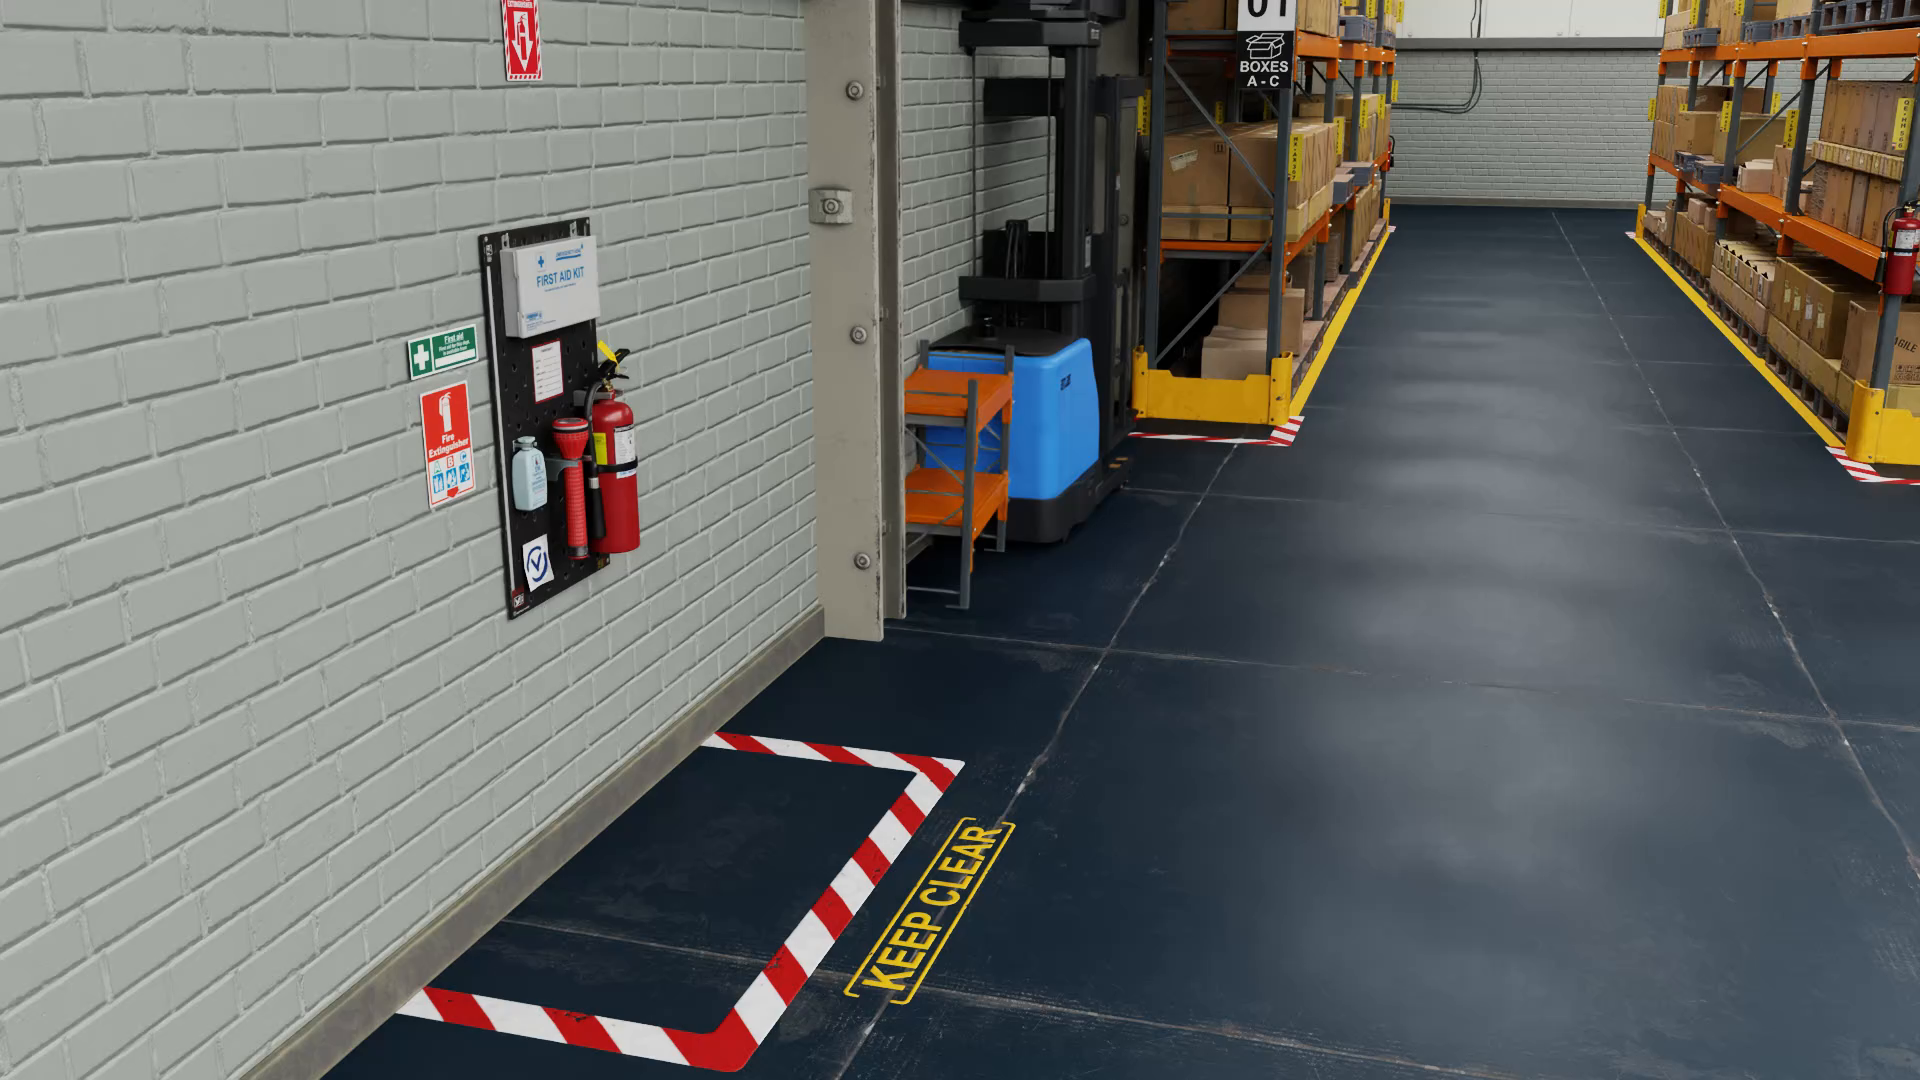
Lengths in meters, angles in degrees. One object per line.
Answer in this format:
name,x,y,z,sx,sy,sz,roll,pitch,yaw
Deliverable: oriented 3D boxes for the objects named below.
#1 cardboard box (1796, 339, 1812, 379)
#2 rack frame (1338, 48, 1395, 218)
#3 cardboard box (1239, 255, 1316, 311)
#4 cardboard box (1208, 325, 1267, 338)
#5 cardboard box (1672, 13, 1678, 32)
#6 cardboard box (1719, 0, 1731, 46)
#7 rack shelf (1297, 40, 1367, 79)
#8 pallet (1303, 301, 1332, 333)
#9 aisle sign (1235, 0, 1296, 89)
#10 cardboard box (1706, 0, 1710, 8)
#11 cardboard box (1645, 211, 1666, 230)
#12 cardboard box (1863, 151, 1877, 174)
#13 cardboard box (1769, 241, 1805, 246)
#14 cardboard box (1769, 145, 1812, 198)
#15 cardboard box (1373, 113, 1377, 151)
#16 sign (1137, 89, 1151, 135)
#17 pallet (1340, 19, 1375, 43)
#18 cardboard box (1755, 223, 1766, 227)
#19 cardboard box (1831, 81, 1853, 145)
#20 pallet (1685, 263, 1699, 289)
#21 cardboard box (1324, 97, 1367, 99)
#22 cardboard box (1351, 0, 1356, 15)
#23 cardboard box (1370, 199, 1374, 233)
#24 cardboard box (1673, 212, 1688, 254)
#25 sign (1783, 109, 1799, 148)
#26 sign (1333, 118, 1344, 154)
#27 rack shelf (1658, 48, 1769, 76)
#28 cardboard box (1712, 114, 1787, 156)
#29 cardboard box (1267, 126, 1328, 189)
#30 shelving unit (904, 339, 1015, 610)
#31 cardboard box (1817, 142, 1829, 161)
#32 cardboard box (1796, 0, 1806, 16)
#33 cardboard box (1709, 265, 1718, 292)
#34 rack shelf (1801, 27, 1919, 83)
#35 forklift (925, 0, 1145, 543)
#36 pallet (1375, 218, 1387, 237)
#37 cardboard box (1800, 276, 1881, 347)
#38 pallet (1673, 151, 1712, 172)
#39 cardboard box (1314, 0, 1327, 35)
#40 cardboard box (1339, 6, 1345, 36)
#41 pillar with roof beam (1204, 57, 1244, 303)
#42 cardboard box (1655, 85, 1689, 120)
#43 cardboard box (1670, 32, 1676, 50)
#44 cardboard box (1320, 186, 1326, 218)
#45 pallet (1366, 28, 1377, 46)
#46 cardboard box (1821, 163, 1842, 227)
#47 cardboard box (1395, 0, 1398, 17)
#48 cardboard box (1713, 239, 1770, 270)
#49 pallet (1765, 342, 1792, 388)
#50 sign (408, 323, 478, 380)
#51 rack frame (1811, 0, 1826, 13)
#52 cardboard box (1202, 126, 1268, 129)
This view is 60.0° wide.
cardboard box,6.908,-1.410,13.074,0.500,0.250,0.500,5,16,16
rack frame,6.421,-6.544,26.903,1.000,3.000,0.127,5,16,16
cardboard box,3.204,-2.607,16.799,0.700,0.500,0.500,5,17,18
cardboard box,2.319,-1.599,13.591,0.500,0.311,0.500,6,17,20
cardboard box,10.491,-7.396,23.770,0.500,0.250,0.500,5,16,16
cardboard box,9.282,-5.945,19.112,0.910,0.500,0.500,5,16,16
rack shelf,3.579,-5.024,17.368,1.077,0.370,4.000,5,16,16
pallet,3.230,-2.266,16.933,1.003,0.211,1.213,5,16,16
aisle sign,2.141,-3.566,11.641,0.394,0.787,0.004,5,16,16
cardboard box,10.136,-7.216,21.762,0.700,0.500,0.500,5,16,16
cardboard box,10.603,-4.798,24.982,0.500,0.250,0.500,5,16,16
cardboard box,6.917,-2.788,12.291,0.380,0.149,0.250,5,17,17
cardboard box,8.985,-3.060,17.864,0.500,0.311,0.500,5,17,17
cardboard box,8.437,-3.675,16.607,0.500,0.500,0.500,4,16,13
cardboard box,5.394,-5.558,22.662,0.500,0.500,0.500,4,16,15
sign,1.347,-3.115,12.114,0.100,0.325,0.005,5,16,16
pallet,3.580,-5.182,16.948,1.213,0.211,1.003,5,16,16
cardboard box,9.735,-3.579,20.224,0.500,0.500,0.500,4,16,14
cardboard box,7.499,-3.444,13.415,0.700,0.500,0.500,5,16,16
pallet,9.495,-3.236,20.353,1.003,0.211,1.213,5,16,16
cardboard box,4.675,-5.252,20.209,0.500,0.250,0.500,4,16,15
cardboard box,4.500,-6.571,20.514,0.700,0.500,0.500,6,17,19
cardboard box,5.741,-4.816,24.621,0.700,0.500,0.500,4,16,15
cardboard box,9.663,-4.015,21.764,0.500,0.500,0.500,4,16,13
sign,7.238,-3.579,14.475,0.100,0.325,0.005,5,16,16
sign,3.533,-3.781,15.575,0.100,0.325,0.005,5,16,16
rack shelf,10.603,-6.734,23.396,1.077,0.370,4.000,5,16,16
cardboard box,9.592,-4.897,20.145,0.700,0.500,0.500,1,16,2
cardboard box,2.883,-3.293,14.305,0.500,0.500,0.500,4,16,14
shelving unit,-0.083,-0.363,8.439,0.538,1.125,1.048,5,16,10
cardboard box,7.428,-3.260,13.955,0.380,0.149,0.250,5,17,17
cardboard box,8.518,-5.230,16.280,0.500,0.250,0.500,4,16,15
cardboard box,8.467,-2.832,18.088,0.500,0.250,0.500,5,16,16
rack shelf,7.193,-3.595,12.327,1.077,0.370,4.000,5,16,16
forklift,0.476,-1.753,10.138,1.130,2.935,3.031,5,17,17
pallet,6.268,-4.987,26.524,1.003,0.211,1.213,5,16,16
cardboard box,6.905,-1.771,12.973,0.500,0.500,0.500,5,16,16
pallet,9.703,-4.821,21.181,1.003,0.211,1.213,5,16,16
cardboard box,2.671,-4.342,13.425,0.500,0.500,0.500,6,17,19
cardboard box,3.690,-5.621,17.927,0.797,0.503,0.637,7,17,24
pillar with roof beam,7.076,-6.730,16.565,9.100,9.000,0.400,5,16,16
cardboard box,10.792,-6.594,25.065,0.500,0.500,0.500,5,17,18
cardboard box,10.486,-7.156,23.839,0.500,0.250,0.500,5,16,16
cardboard box,2.889,-2.932,14.407,0.500,0.250,0.500,5,16,16
pallet,4.279,-5.975,19.749,1.213,0.211,1.003,5,17,18
cardboard box,7.497,-2.814,13.570,0.700,0.500,0.500,4,16,15
cardboard box,6.474,-8.313,25.591,0.500,0.500,0.500,5,16,16
cardboard box,8.467,-3.102,18.011,0.500,0.311,0.500,5,17,18
pallet,7.495,-1.475,14.142,1.003,0.211,1.213,5,16,16
sign,-1.447,-0.531,4.666,0.001,0.109,0.331,5,16,16
rack frame,7.761,-5.907,13.665,1.000,3.000,0.127,5,16,16
cardboard box,2.379,-3.331,14.439,0.500,0.500,0.500,5,17,17
